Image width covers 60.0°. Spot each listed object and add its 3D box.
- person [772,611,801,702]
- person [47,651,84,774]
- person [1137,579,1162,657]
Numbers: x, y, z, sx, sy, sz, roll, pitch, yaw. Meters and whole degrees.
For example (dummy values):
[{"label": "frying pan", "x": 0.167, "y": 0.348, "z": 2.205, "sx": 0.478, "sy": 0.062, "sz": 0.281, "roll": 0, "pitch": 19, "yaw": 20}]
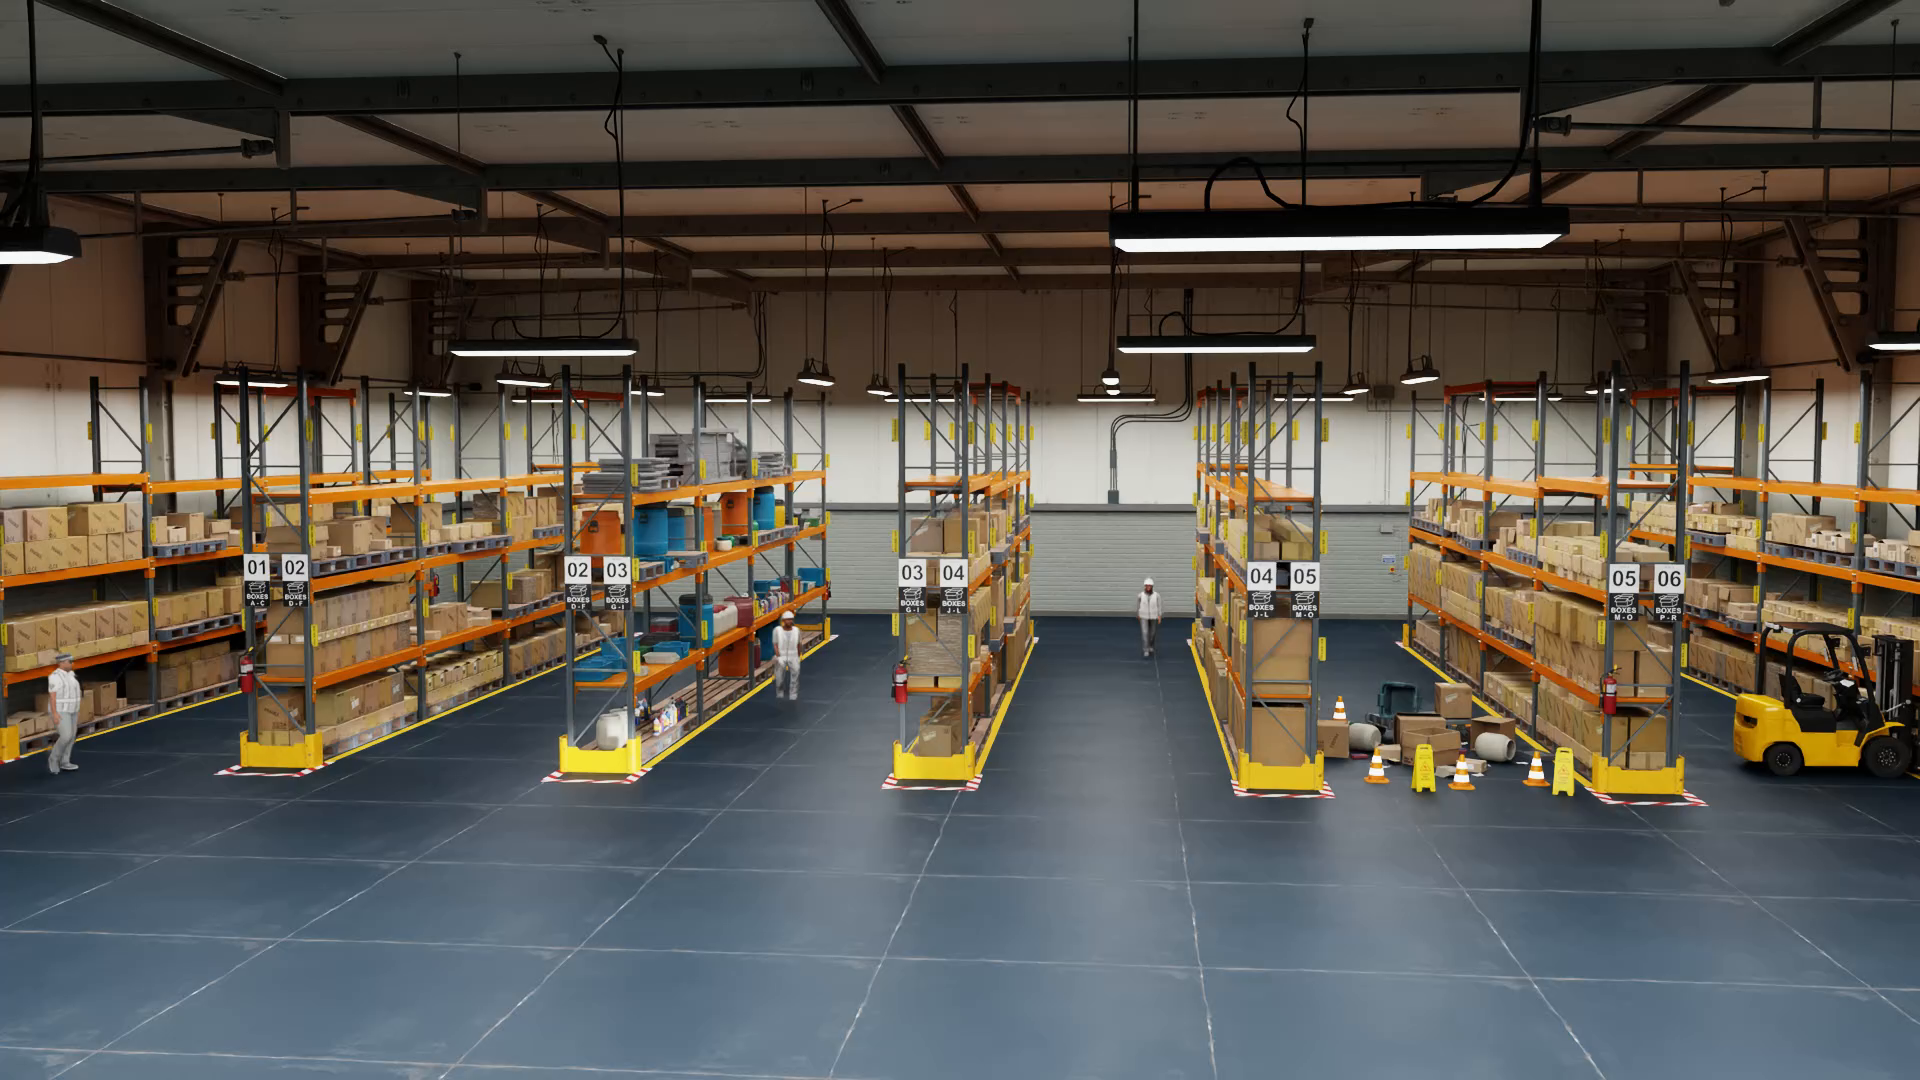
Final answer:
[{"label": "person", "x": -3.054, "y": 2.061, "z": 29.426, "sx": 0.531, "sy": 1.602, "sz": 1.100, "roll": -1, "pitch": 4, "yaw": -12}, {"label": "person", "x": -13.225, "y": 2.539, "z": 24.574, "sx": 0.439, "sy": 1.787, "sz": 0.569, "roll": 0, "pitch": 4, "yaw": 8}, {"label": "person", "x": 4.258, "y": 1.733, "z": 37.348, "sx": 0.559, "sy": 1.718, "sz": 1.068, "roll": 0, "pitch": 4, "yaw": 3}]
